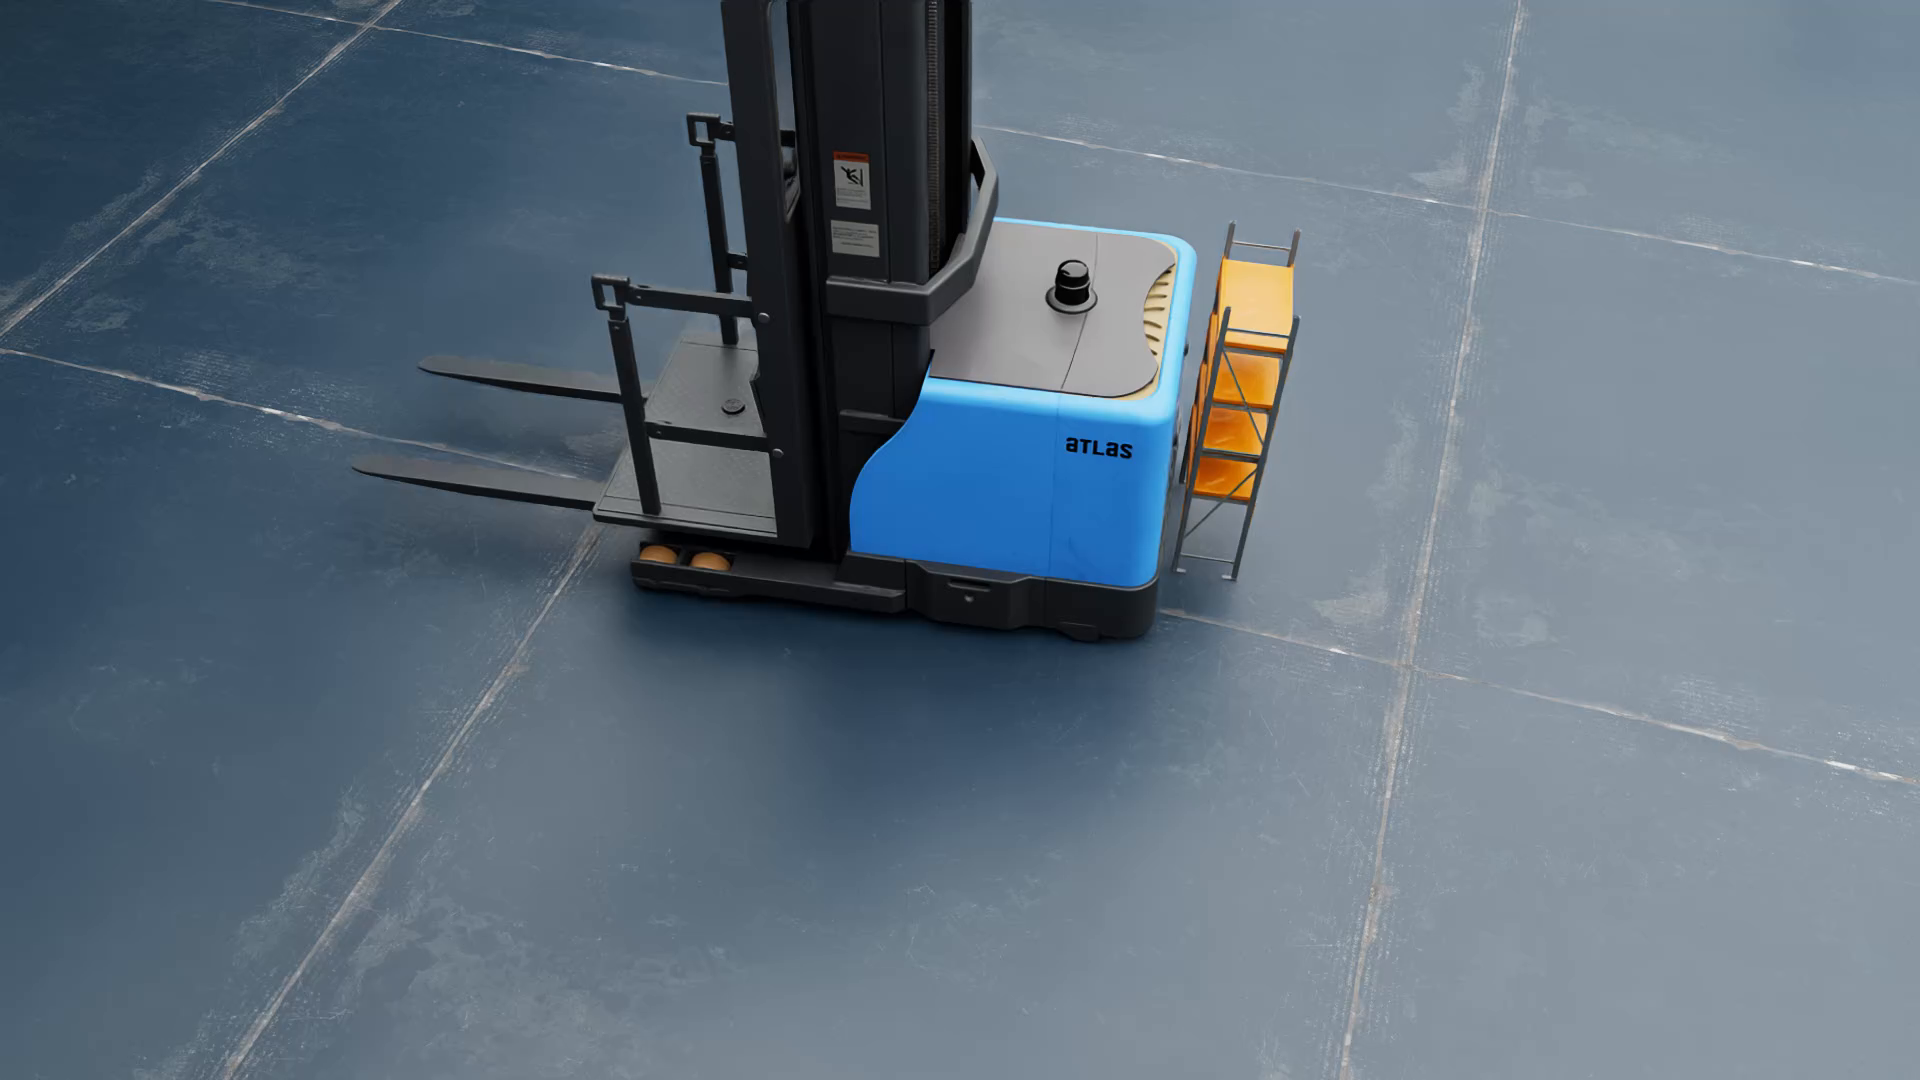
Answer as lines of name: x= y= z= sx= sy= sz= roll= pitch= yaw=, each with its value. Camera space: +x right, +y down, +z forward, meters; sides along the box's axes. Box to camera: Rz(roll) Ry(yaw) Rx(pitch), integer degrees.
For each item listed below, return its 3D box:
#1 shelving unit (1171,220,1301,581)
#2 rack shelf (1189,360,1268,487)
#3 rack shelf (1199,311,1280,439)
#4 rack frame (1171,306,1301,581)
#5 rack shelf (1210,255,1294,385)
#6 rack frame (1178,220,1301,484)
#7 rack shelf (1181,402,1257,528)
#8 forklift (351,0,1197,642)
shelving unit: x=0.963 y=-0.466 z=5.858 sx=0.258 sy=1.200 sz=0.503 roll=8 pitch=45 yaw=4
rack shelf: x=0.959 y=-0.418 z=5.906 sx=0.258 sy=0.148 sz=0.480 roll=8 pitch=45 yaw=4
rack shelf: x=0.971 y=-0.577 z=5.748 sx=0.258 sy=0.148 sz=0.480 roll=8 pitch=45 yaw=4
rack frame: x=0.927 y=-0.297 z=5.686 sx=0.240 sy=1.200 sz=0.015 roll=8 pitch=45 yaw=4
rack shelf: x=0.984 y=-0.744 z=5.582 sx=0.258 sy=0.148 sz=0.480 roll=8 pitch=45 yaw=4
rack frame: x=0.999 y=-0.635 z=6.031 sx=0.240 sy=1.200 sz=0.015 roll=8 pitch=45 yaw=4
rack shelf: x=0.949 y=-0.278 z=6.046 sx=0.258 sy=0.148 sz=0.480 roll=8 pitch=45 yaw=4
forklift: x=-0.729 y=-1.197 z=5.377 sx=3.031 sy=2.935 sz=1.130 roll=7 pitch=45 yaw=8
